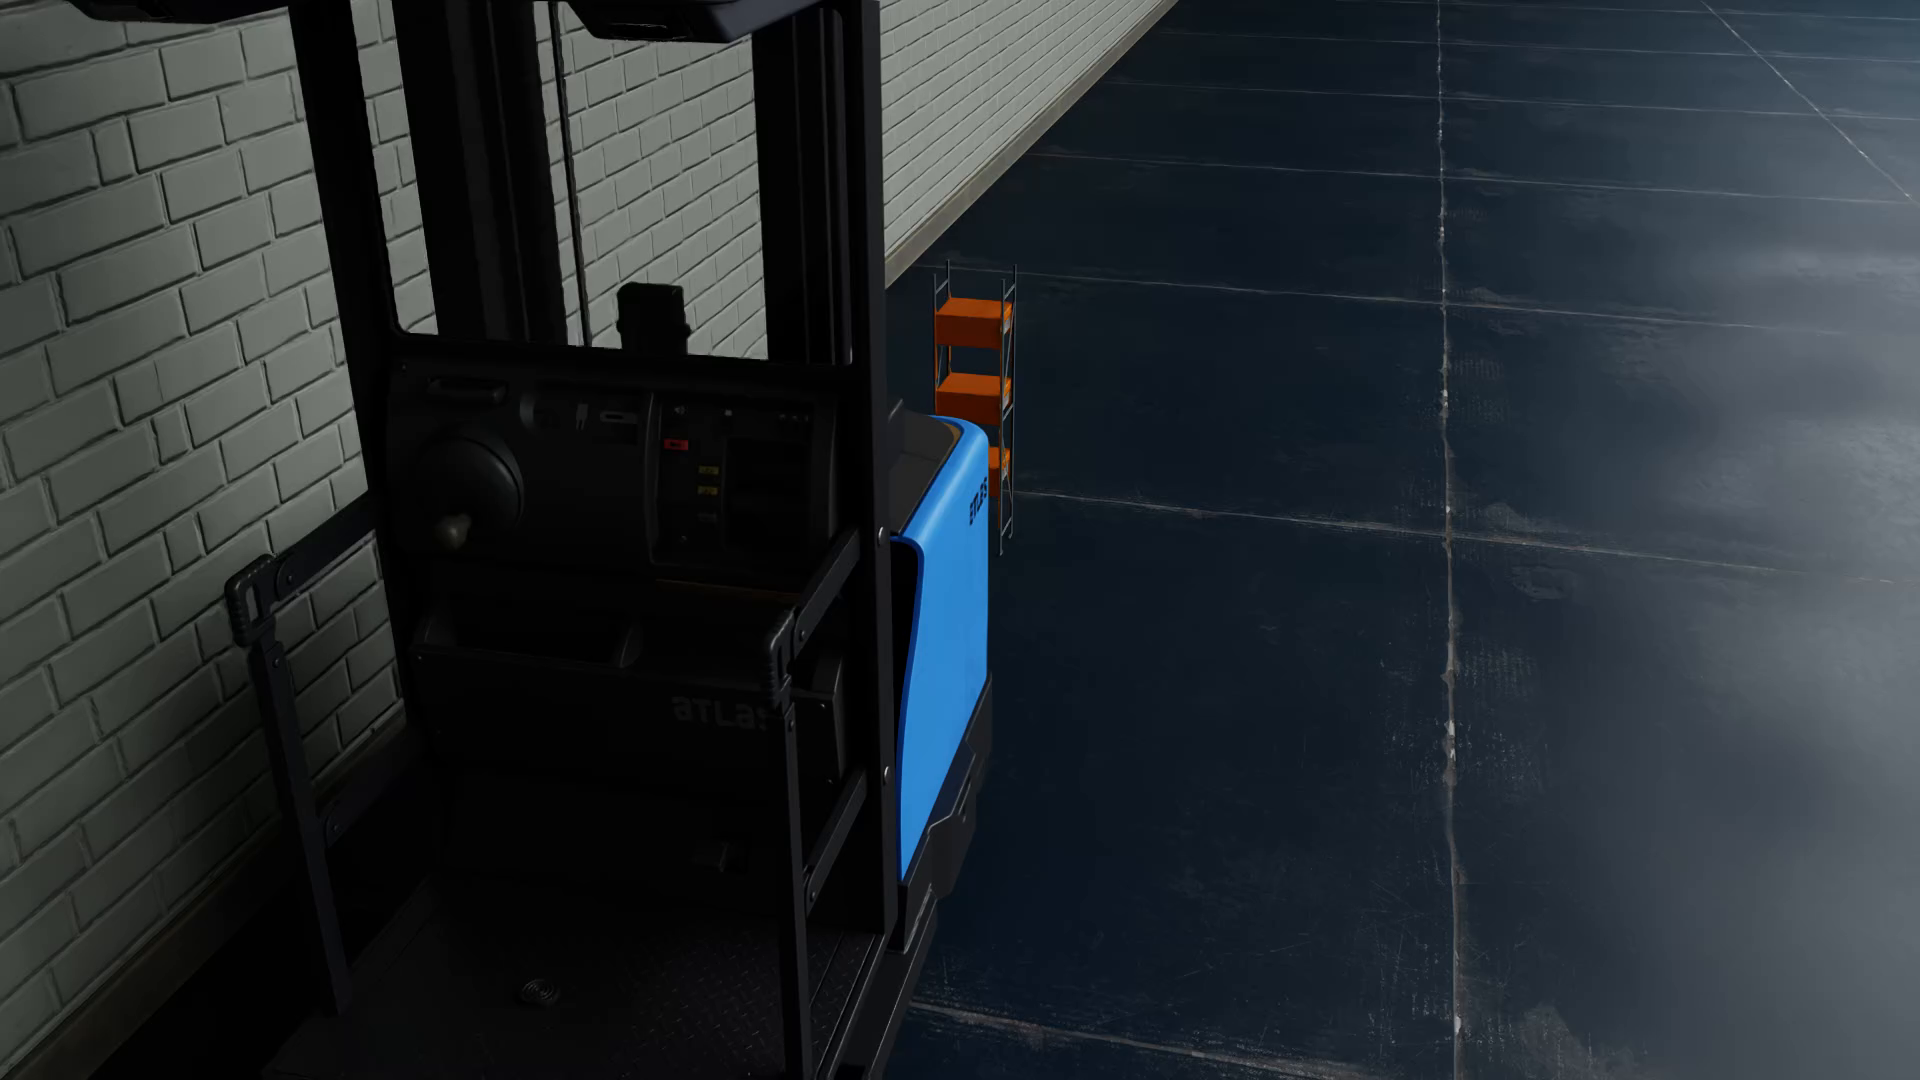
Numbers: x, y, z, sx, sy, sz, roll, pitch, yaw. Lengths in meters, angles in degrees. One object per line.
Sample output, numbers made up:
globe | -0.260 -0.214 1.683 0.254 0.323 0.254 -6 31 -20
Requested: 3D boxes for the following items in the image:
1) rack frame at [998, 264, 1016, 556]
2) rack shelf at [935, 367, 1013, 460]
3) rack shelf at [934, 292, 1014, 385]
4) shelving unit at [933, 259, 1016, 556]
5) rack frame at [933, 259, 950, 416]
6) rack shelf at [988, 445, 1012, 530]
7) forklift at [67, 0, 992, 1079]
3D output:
rack frame | 0.170 -0.455 5.985 0.008 1.050 0.200 6 26 13
rack shelf | 0.052 -0.459 6.017 0.240 0.259 0.215 6 26 13
rack shelf | 0.052 -0.715 5.895 0.240 0.259 0.215 6 26 13
shelving unit | 0.052 -0.468 6.012 0.252 1.050 0.215 6 26 13
rack frame | -0.066 -0.481 6.040 0.008 1.050 0.200 6 26 13
rack shelf | 0.052 -0.208 6.136 0.240 0.259 0.215 6 26 13
forklift | -0.733 -0.107 3.066 1.130 2.935 3.031 6 26 11
